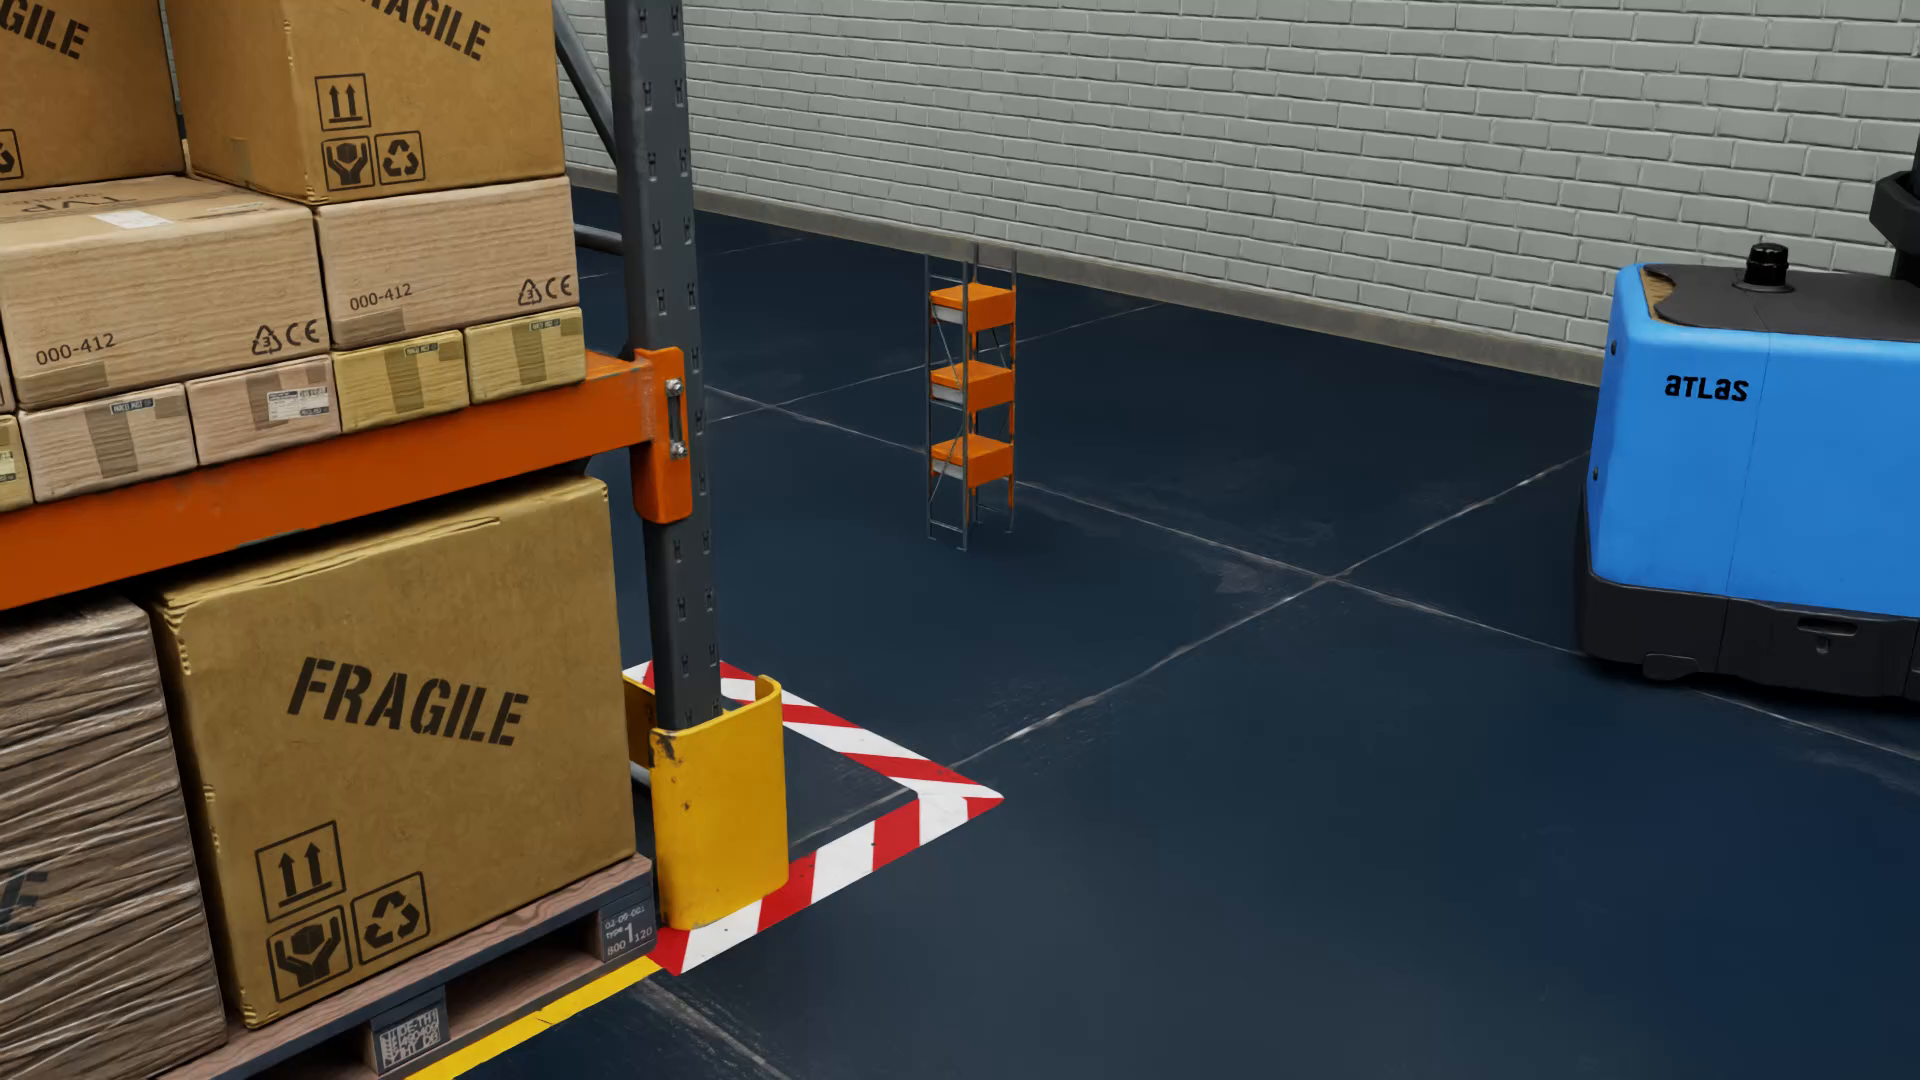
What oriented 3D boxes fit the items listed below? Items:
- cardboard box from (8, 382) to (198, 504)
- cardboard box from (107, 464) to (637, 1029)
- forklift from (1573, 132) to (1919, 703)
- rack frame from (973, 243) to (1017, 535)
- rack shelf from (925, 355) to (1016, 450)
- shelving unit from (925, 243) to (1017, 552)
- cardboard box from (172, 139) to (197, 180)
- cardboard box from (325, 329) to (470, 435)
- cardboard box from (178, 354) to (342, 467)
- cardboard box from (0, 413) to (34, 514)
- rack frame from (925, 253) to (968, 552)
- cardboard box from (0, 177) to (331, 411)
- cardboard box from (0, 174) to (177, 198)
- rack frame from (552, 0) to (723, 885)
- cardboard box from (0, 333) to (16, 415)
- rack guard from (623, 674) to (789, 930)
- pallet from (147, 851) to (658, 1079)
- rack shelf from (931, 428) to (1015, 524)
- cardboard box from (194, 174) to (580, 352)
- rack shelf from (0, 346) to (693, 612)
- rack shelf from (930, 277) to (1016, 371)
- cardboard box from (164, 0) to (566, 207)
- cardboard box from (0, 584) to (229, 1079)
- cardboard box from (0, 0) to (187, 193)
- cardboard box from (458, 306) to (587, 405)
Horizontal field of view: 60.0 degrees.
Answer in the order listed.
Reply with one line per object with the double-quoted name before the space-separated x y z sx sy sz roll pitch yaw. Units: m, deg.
"cardboard box" -1.481 -0.202 2.770 0.250 0.149 0.380 -20 28 -41
"cardboard box" -1.326 0.291 3.513 0.875 0.875 0.875 19 28 41
"forklift" 3.449 -0.961 4.490 3.031 2.935 1.130 7 22 17
"rack frame" 0.122 -0.535 6.004 0.200 1.050 0.008 19 28 41
"rack shelf" 0.037 -0.494 5.926 0.215 0.259 0.240 19 28 41
"shelving unit" 0.037 -0.504 5.922 0.215 1.050 0.252 19 28 41
"cardboard box" -1.465 -0.702 3.515 0.500 0.250 0.500 18 28 39
"cardboard box" -1.129 -0.331 3.104 0.380 0.149 0.250 20 28 41
"cardboard box" -1.306 -0.266 2.936 0.380 0.149 0.250 19 28 41
"cardboard box" -1.660 -0.135 2.595 0.380 0.149 0.250 18 28 39
"rack frame" -0.048 -0.472 5.840 0.200 1.050 0.008 19 28 41
"cardboard box" -1.439 -0.437 2.825 0.500 0.250 0.500 19 28 40
"cardboard box" -1.823 -0.567 3.163 0.500 0.250 0.500 19 28 40
"rack frame" -0.936 -0.689 3.687 1.000 3.000 0.127 19 28 41
"cardboard box" -1.793 -0.306 2.484 0.500 0.250 0.500 18 27 39
"rack guard" -0.920 0.471 4.151 1.175 0.500 0.348 19 28 41
"pallet" -1.438 0.838 3.601 1.003 0.211 1.213 19 28 41
"rack shelf" 0.037 -0.234 6.026 0.215 0.259 0.240 19 28 41
"cardboard box" -1.084 -0.567 3.163 0.500 0.250 0.500 19 28 40
"rack shelf" -2.332 0.161 2.478 1.077 0.370 4.000 19 28 41
"rack shelf" 0.037 -0.759 5.824 0.215 0.259 0.240 19 28 41
"cardboard box" -1.088 -0.917 3.029 0.500 0.500 0.500 20 29 41
"cardboard box" -1.960 0.525 2.904 0.875 0.875 0.875 19 28 41
"cardboard box" -1.813 -0.924 3.046 0.500 0.500 0.500 18 28 39
"cardboard box" -0.949 -0.398 3.279 0.250 0.149 0.380 -20 28 -41
